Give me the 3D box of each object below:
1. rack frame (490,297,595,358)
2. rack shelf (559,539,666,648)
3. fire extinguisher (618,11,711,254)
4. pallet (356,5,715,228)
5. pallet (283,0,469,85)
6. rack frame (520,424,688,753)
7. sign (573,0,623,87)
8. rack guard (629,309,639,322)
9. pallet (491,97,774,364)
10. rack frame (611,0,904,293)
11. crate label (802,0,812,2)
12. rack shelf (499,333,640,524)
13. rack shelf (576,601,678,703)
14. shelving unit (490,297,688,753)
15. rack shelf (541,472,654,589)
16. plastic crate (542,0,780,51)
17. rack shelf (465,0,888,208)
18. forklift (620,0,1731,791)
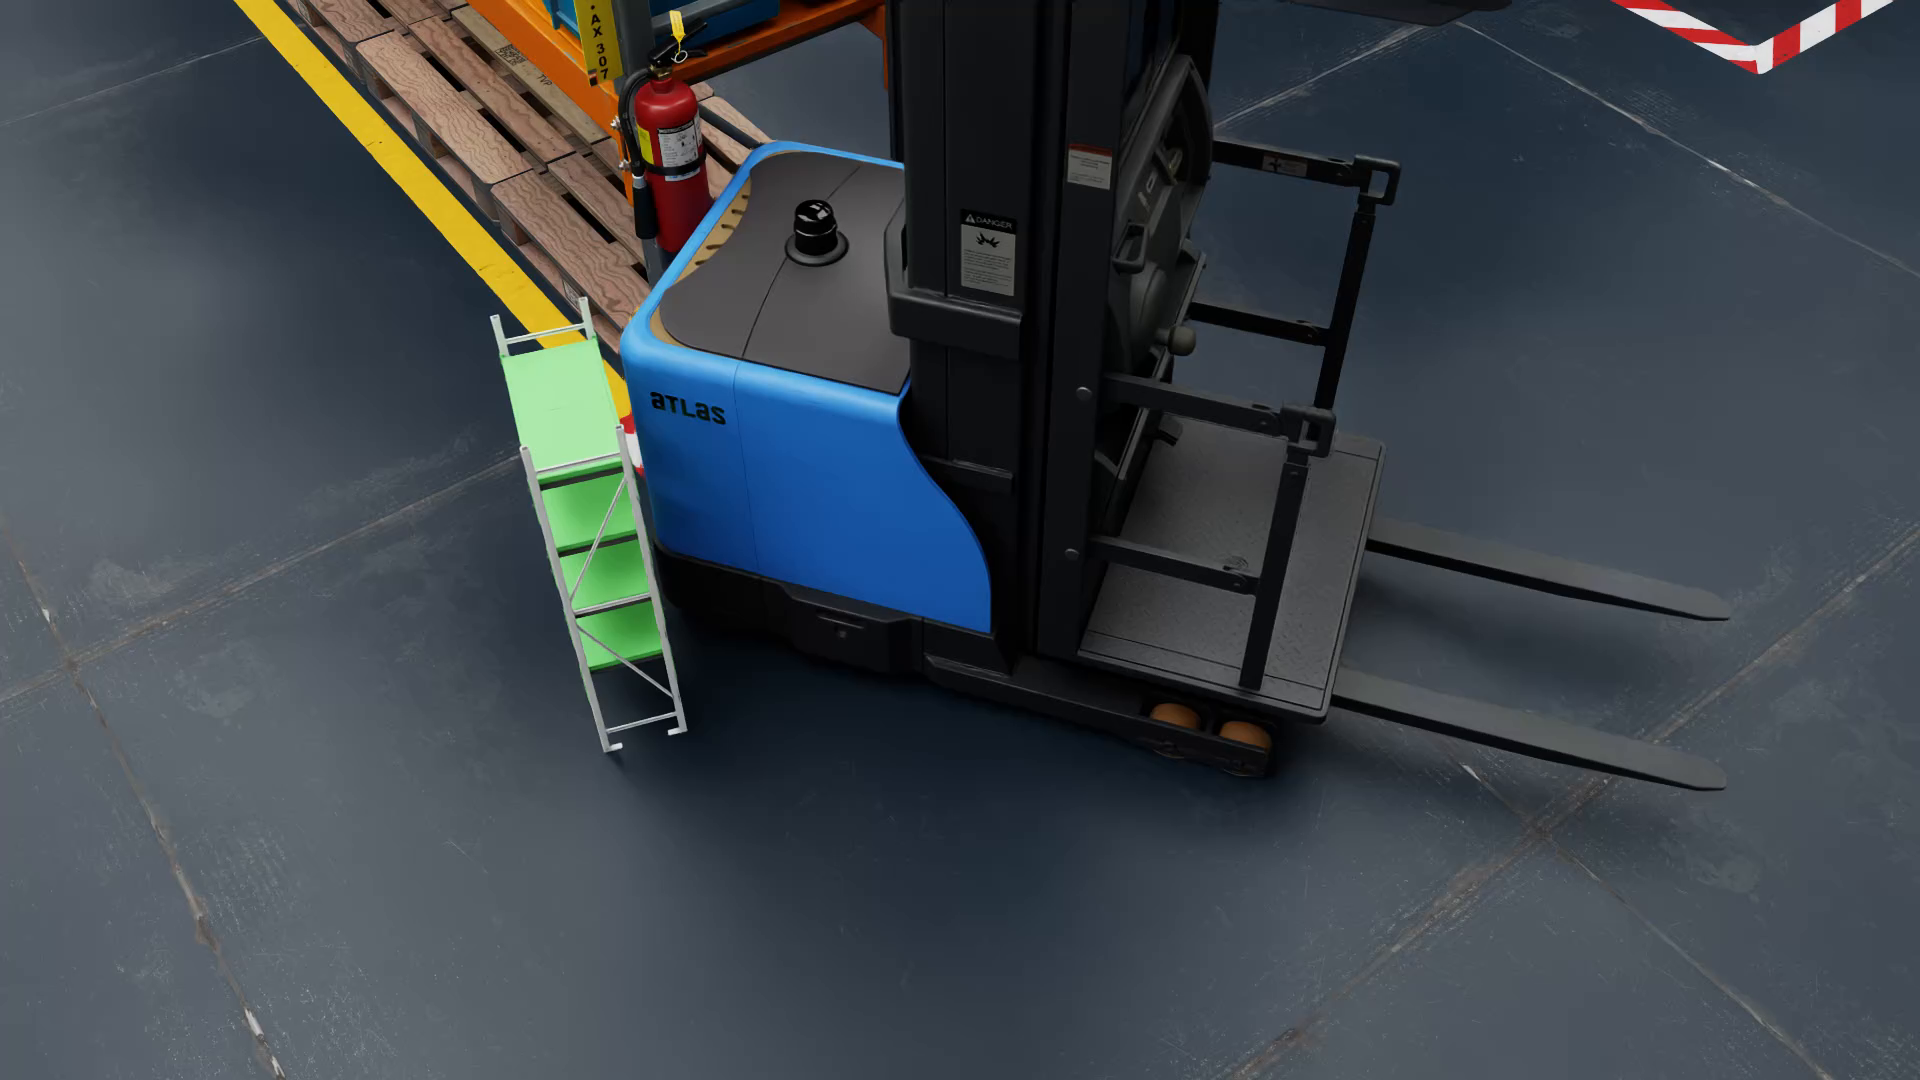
[{"bbox_3d":[-1.051,-0.177,4.600,0.240,1.200,0.015,-14,49,-12],"label":"rack frame"},{"bbox_3d":[-0.973,0.038,4.492,0.258,0.148,0.480,-14,49,-12],"label":"rack shelf"},{"bbox_3d":[-0.788,-1.095,4.522,0.296,0.674,0.183,-29,54,-24],"label":"fire extinguisher"},{"bbox_3d":[-1.720,-1.825,6.762,1.003,0.211,1.213,-29,54,-24],"label":"pallet"},{"bbox_3d":[-2.463,-2.545,7.415,1.003,0.211,1.213,-29,54,-24],"label":"pallet"},{"bbox_3d":[-0.896,0.166,4.289,0.240,1.200,0.015,-14,49,-12],"label":"rack frame"},{"bbox_3d":[-0.945,-1.338,4.328,0.100,0.325,0.005,-29,54,-24],"label":"sign"},{"bbox_3d":[-0.492,-0.691,5.539,1.175,0.500,0.348,-29,54,-24],"label":"rack guard"},{"bbox_3d":[-0.986,-1.106,6.111,1.003,0.211,1.213,-29,54,-24],"label":"pallet"},{"bbox_3d":[-0.517,-1.539,4.621,1.000,3.000,0.127,-29,54,-24],"label":"rack frame"},{"bbox_3d":[-0.405,-1.797,4.927,0.416,0.233,0.303,-29,54,-24],"label":"crate label"},{"bbox_3d":[-0.974,-0.285,4.136,0.258,0.148,0.480,-14,49,-12],"label":"rack shelf"},{"bbox_3d":[-0.973,0.199,4.670,0.258,0.148,0.480,-14,49,-12],"label":"rack shelf"},{"bbox_3d":[-0.973,-0.005,4.445,0.258,1.200,0.503,-14,49,-12],"label":"shelving unit"},{"bbox_3d":[-0.974,-0.124,4.314,0.258,0.148,0.480,-14,49,-12],"label":"rack shelf"},{"bbox_3d":[-0.869,-1.685,4.689,0.616,0.435,0.499,-29,54,-24],"label":"plastic crate"},{"bbox_3d":[-1.728,-2.477,5.957,1.077,0.370,4.000,-29,54,-24],"label":"rack shelf"},{"bbox_3d":[0.674,-0.769,3.969,3.031,2.935,1.130,14,49,12],"label":"forklift"}]
